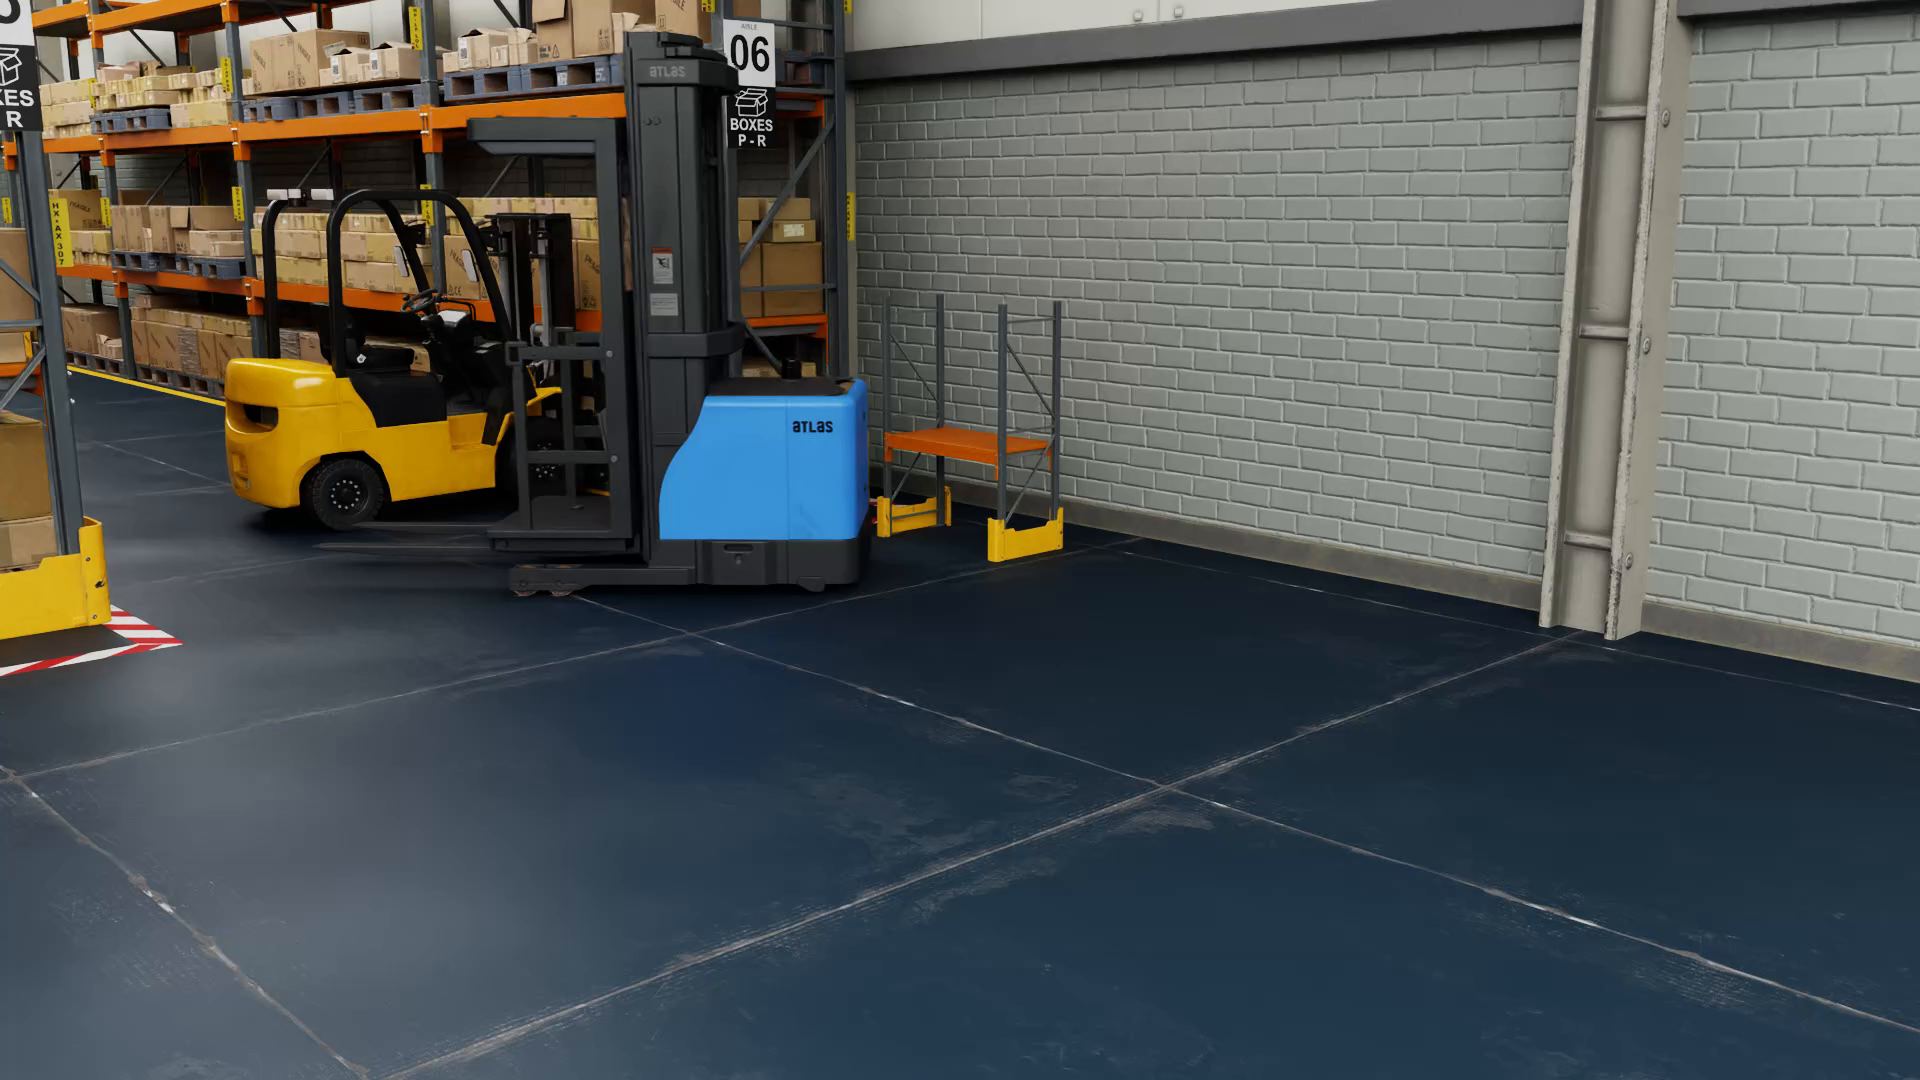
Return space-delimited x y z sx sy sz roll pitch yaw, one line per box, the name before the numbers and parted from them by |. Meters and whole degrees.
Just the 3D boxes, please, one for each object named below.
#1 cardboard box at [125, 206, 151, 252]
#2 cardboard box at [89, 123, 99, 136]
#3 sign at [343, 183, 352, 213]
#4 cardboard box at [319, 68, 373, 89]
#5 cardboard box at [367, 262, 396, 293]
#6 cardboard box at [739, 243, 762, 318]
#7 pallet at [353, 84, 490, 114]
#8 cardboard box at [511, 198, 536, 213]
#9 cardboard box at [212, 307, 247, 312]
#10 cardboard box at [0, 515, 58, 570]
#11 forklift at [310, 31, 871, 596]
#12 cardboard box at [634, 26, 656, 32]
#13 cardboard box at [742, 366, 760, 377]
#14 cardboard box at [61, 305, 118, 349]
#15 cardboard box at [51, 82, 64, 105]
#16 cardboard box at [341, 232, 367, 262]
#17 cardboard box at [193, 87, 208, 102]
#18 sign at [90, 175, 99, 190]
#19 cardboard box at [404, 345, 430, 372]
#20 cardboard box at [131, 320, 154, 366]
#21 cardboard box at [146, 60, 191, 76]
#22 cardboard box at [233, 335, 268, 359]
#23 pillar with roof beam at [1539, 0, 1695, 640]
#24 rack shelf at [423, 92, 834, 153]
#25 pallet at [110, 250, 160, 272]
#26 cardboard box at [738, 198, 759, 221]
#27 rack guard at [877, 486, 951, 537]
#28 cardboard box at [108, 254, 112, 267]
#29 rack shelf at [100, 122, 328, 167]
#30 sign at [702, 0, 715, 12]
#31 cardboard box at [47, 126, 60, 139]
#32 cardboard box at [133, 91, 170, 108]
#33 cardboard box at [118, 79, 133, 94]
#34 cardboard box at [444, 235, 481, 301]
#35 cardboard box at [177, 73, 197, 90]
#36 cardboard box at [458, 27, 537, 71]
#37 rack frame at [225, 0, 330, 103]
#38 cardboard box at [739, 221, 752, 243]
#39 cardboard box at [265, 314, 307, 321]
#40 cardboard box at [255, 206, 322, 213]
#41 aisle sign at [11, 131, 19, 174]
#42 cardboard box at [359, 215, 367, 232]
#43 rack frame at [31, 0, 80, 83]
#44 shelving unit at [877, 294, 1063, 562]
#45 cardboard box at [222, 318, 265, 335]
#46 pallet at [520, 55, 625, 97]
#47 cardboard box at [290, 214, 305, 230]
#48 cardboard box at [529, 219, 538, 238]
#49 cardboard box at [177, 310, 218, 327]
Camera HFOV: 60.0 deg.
cardboard box | -8.929 -3.510 18.724 0.700 0.500 0.500 -11 16 -42
cardboard box | -9.920 -4.790 19.415 0.380 0.149 0.250 -11 16 -43
sign | -6.297 -3.493 17.065 0.100 0.325 0.005 -11 16 -43
cardboard box | -5.446 -4.096 14.761 0.380 0.149 0.250 -11 16 -43
cardboard box | -4.822 -2.301 14.518 0.500 0.250 0.500 -11 16 -43
cardboard box | -1.701 -1.765 11.298 0.500 0.500 0.500 -11 16 -44
pallet | -4.552 -3.767 14.303 1.217 0.209 0.805 11 16 43
cardboard box | -3.198 -2.542 12.722 0.380 0.149 0.250 -11 16 -43
cardboard box | -8.289 -2.565 18.972 0.380 0.149 0.250 -10 16 -41
cardboard box | -5.116 -0.004 8.771 0.500 0.250 0.500 -11 16 -43
forklift | -2.047 -1.239 9.160 3.031 2.935 1.130 0 12 1
cardboard box | -1.963 -3.360 11.189 0.250 0.149 0.380 11 16 44
cardboard box | -1.715 -1.053 11.386 0.500 0.250 0.500 -10 15 -41
cardboard box | -11.305 -2.765 21.552 0.700 0.500 0.500 -10 15 -40
cardboard box | -10.682 -5.407 20.183 0.500 0.250 0.500 -11 16 -42
cardboard box | -5.167 -2.622 14.836 0.500 0.250 0.500 -10 16 -41
cardboard box | -7.646 -4.570 17.111 0.380 0.149 0.250 -11 16 -43
sign | -11.806 -4.812 22.684 0.100 0.325 0.005 -11 16 -43
cardboard box | -4.302 -1.382 14.530 0.875 0.625 0.625 -10 15 -40
cardboard box | -9.287 -2.312 19.353 0.500 0.500 0.500 -10 15 -40
cardboard box | -8.991 -5.313 18.901 0.396 0.266 0.258 -11 16 -43
cardboard box | -7.144 -1.862 17.168 0.500 0.500 0.500 -10 15 -41
pillar with roof beam | 0.029 -3.371 4.472 9.100 9.000 0.400 -11 16 -43
rack shelf | -2.553 -3.090 12.324 1.077 0.370 4.000 -11 16 -43
pallet | -8.986 -3.206 19.017 1.003 0.211 1.213 -11 16 -43
cardboard box | -1.571 -2.216 11.143 0.380 0.149 0.250 -11 16 -42
rack guard | -0.291 -0.184 10.685 0.587 0.250 0.087 -11 16 -43
cardboard box | -9.861 -3.321 19.718 0.380 0.149 0.250 -11 16 -42
rack shelf | -8.077 -4.257 17.991 1.077 0.370 4.000 -11 16 -43
sign | -1.574 -3.471 10.396 0.100 0.325 0.005 -11 16 -43
cardboard box | -11.005 -5.010 20.486 0.380 0.149 0.250 -10 16 -41
cardboard box | -8.664 -4.747 17.919 0.380 0.149 0.250 -10 16 -41
cardboard box | -8.992 -4.968 18.256 0.380 0.149 0.250 -11 16 -43
cardboard box | -3.816 -2.213 13.470 0.500 0.500 0.500 11 16 44
cardboard box | -7.868 -4.747 17.232 0.380 0.149 0.250 -11 16 -44
cardboard box | -3.536 -3.790 12.870 0.500 0.311 0.500 -10 16 -41
rack frame | -6.696 -5.787 16.199 1.000 3.000 0.127 -11 16 -43
cardboard box | -1.614 -2.059 11.118 0.380 0.149 0.250 -11 16 -42
cardboard box | -7.225 -2.335 17.857 0.380 0.149 0.250 -11 16 -42
cardboard box | -6.939 -3.200 17.222 0.500 0.500 0.500 -10 15 -40
aisle sign | -12.480 -5.258 22.058 0.394 0.787 0.004 -11 16 -43
cardboard box | -5.066 -2.795 14.691 0.250 0.149 0.380 11 16 44
rack frame | -12.221 -6.954 21.866 1.000 3.000 0.127 -11 16 -43
shelving unit | 0.053 -0.723 10.206 0.587 1.500 1.083 -11 16 -43
cardboard box | -7.431 -2.220 17.299 0.250 0.149 0.380 11 16 42
pallet | -2.488 -3.392 12.226 1.003 0.211 1.213 -11 16 -43
cardboard box | -6.118 -3.019 15.774 0.380 0.149 0.250 -11 16 -42
cardboard box | -3.041 -2.357 12.565 0.250 0.149 0.380 11 16 43
cardboard box | -8.456 -2.460 18.465 0.380 0.149 0.250 -10 15 -41
